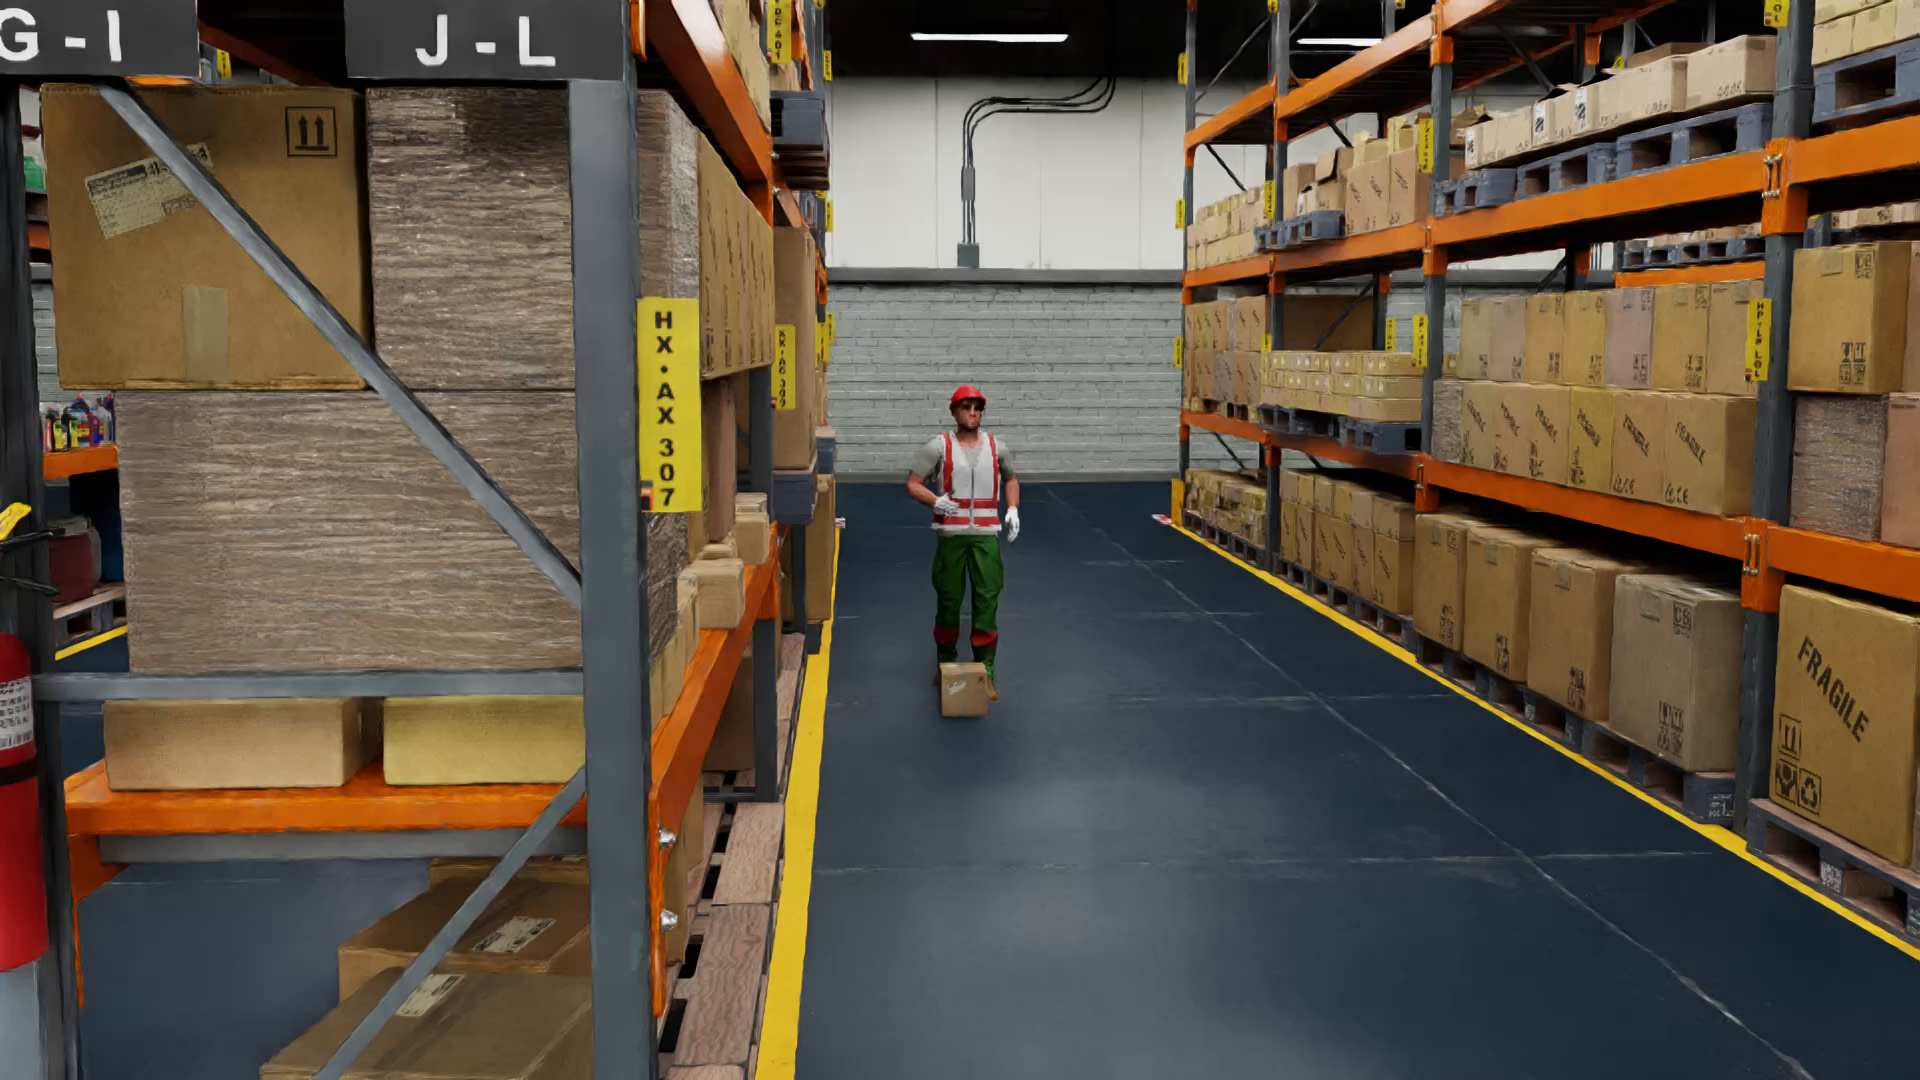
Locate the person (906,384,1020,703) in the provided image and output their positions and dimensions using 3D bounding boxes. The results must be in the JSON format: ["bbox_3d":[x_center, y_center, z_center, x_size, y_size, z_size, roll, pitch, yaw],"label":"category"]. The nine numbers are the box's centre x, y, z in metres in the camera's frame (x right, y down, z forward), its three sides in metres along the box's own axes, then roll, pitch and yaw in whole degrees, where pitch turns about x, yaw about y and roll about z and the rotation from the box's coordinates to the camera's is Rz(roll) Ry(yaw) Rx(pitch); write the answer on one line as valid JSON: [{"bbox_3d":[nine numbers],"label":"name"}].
[{"bbox_3d":[0.068,0.001,9.652,0.709,1.795,0.710,-1,7,-12],"label":"person"}]
